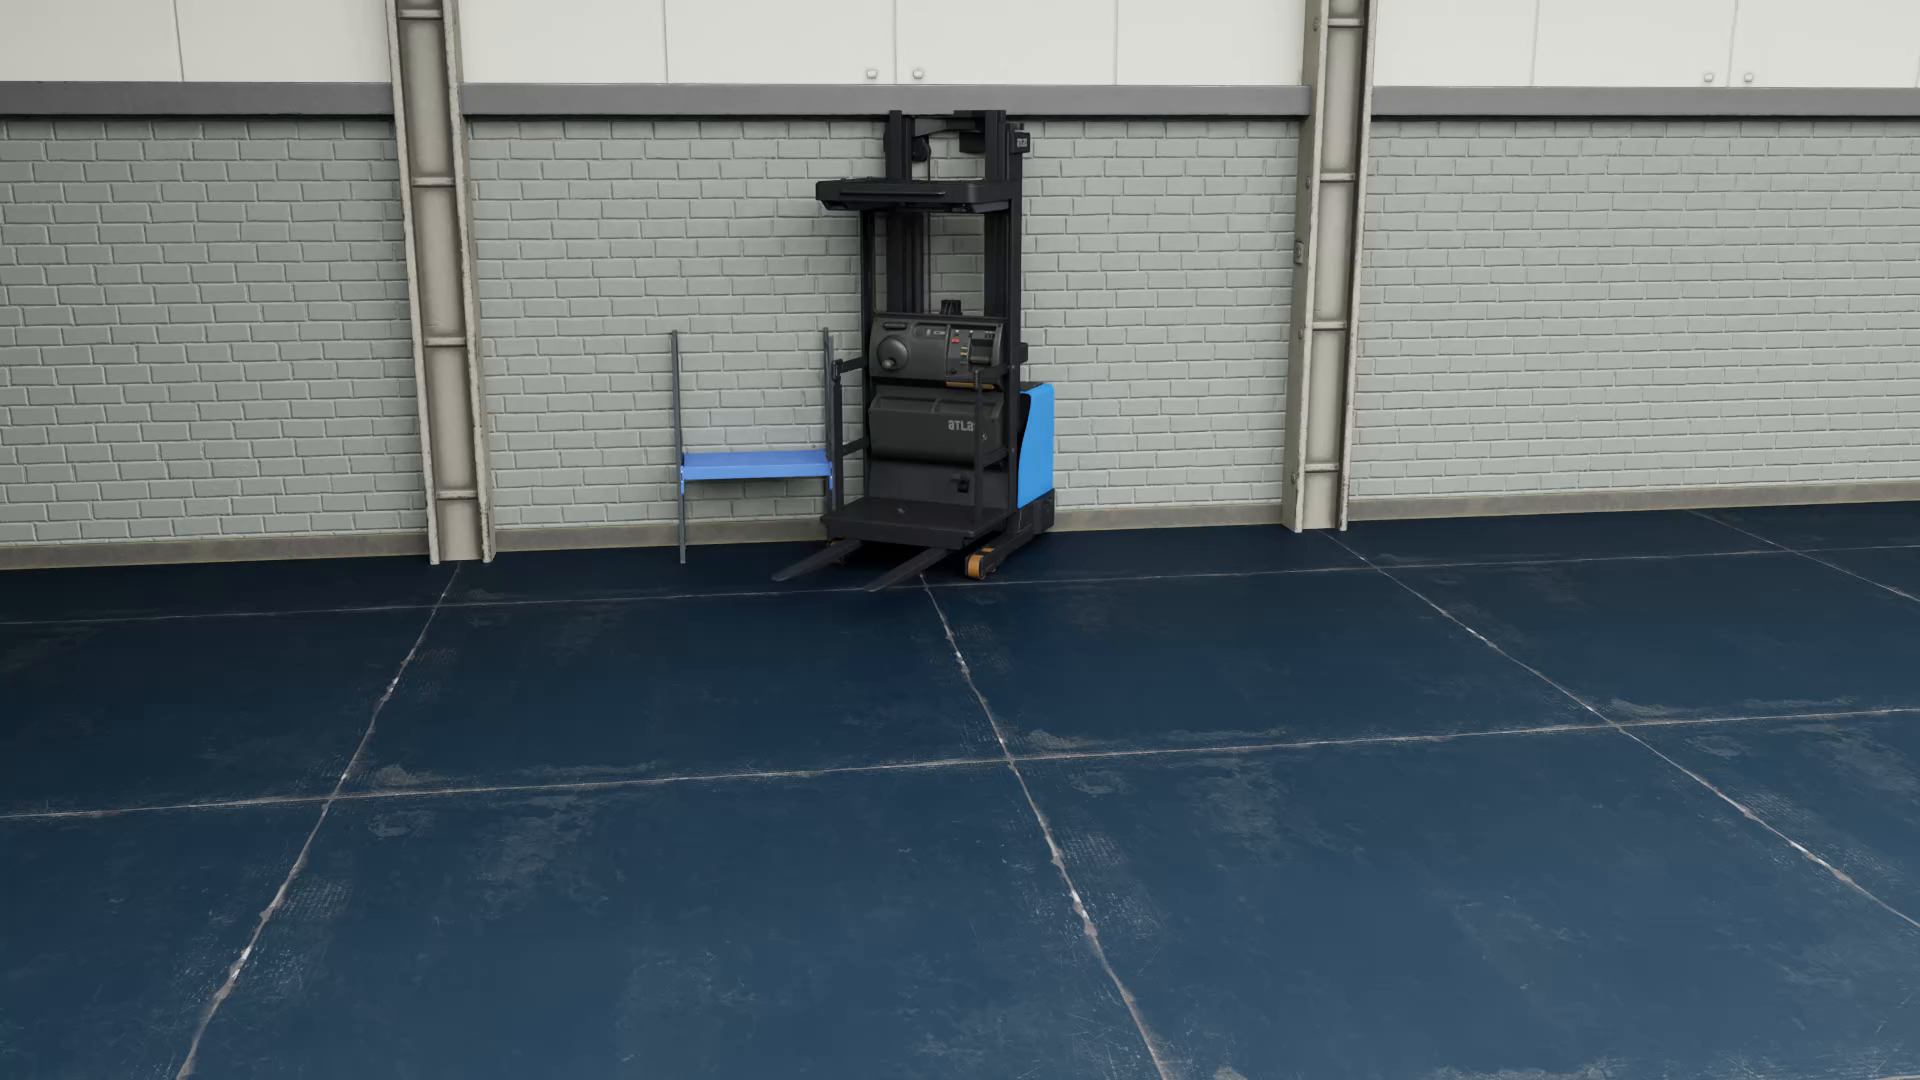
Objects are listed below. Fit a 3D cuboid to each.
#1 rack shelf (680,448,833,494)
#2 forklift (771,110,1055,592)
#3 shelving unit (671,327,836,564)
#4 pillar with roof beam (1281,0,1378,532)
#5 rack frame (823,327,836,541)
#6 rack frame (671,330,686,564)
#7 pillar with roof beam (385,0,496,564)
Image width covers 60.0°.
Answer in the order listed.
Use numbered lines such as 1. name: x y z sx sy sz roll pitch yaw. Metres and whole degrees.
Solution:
1. rack shelf: -1.383 -0.474 11.268 1.000 0.185 0.538 -2 14 -8
2. forklift: -0.239 -1.280 10.800 1.130 2.935 3.031 6 15 22
3. shelving unit: -1.383 -0.648 11.224 1.048 1.500 0.538 -2 14 -8
4. pillar with roof beam: 3.217 -3.429 6.895 0.400 9.000 9.100 -2 14 -8
5. rack frame: -0.880 -0.667 11.297 0.032 1.500 0.500 -2 14 -8
6. rack frame: -1.886 -0.630 11.151 0.032 1.500 0.500 -2 14 -8
7. pillar with roof beam: -2.716 -3.211 6.028 0.400 9.000 9.100 -2 14 -8
